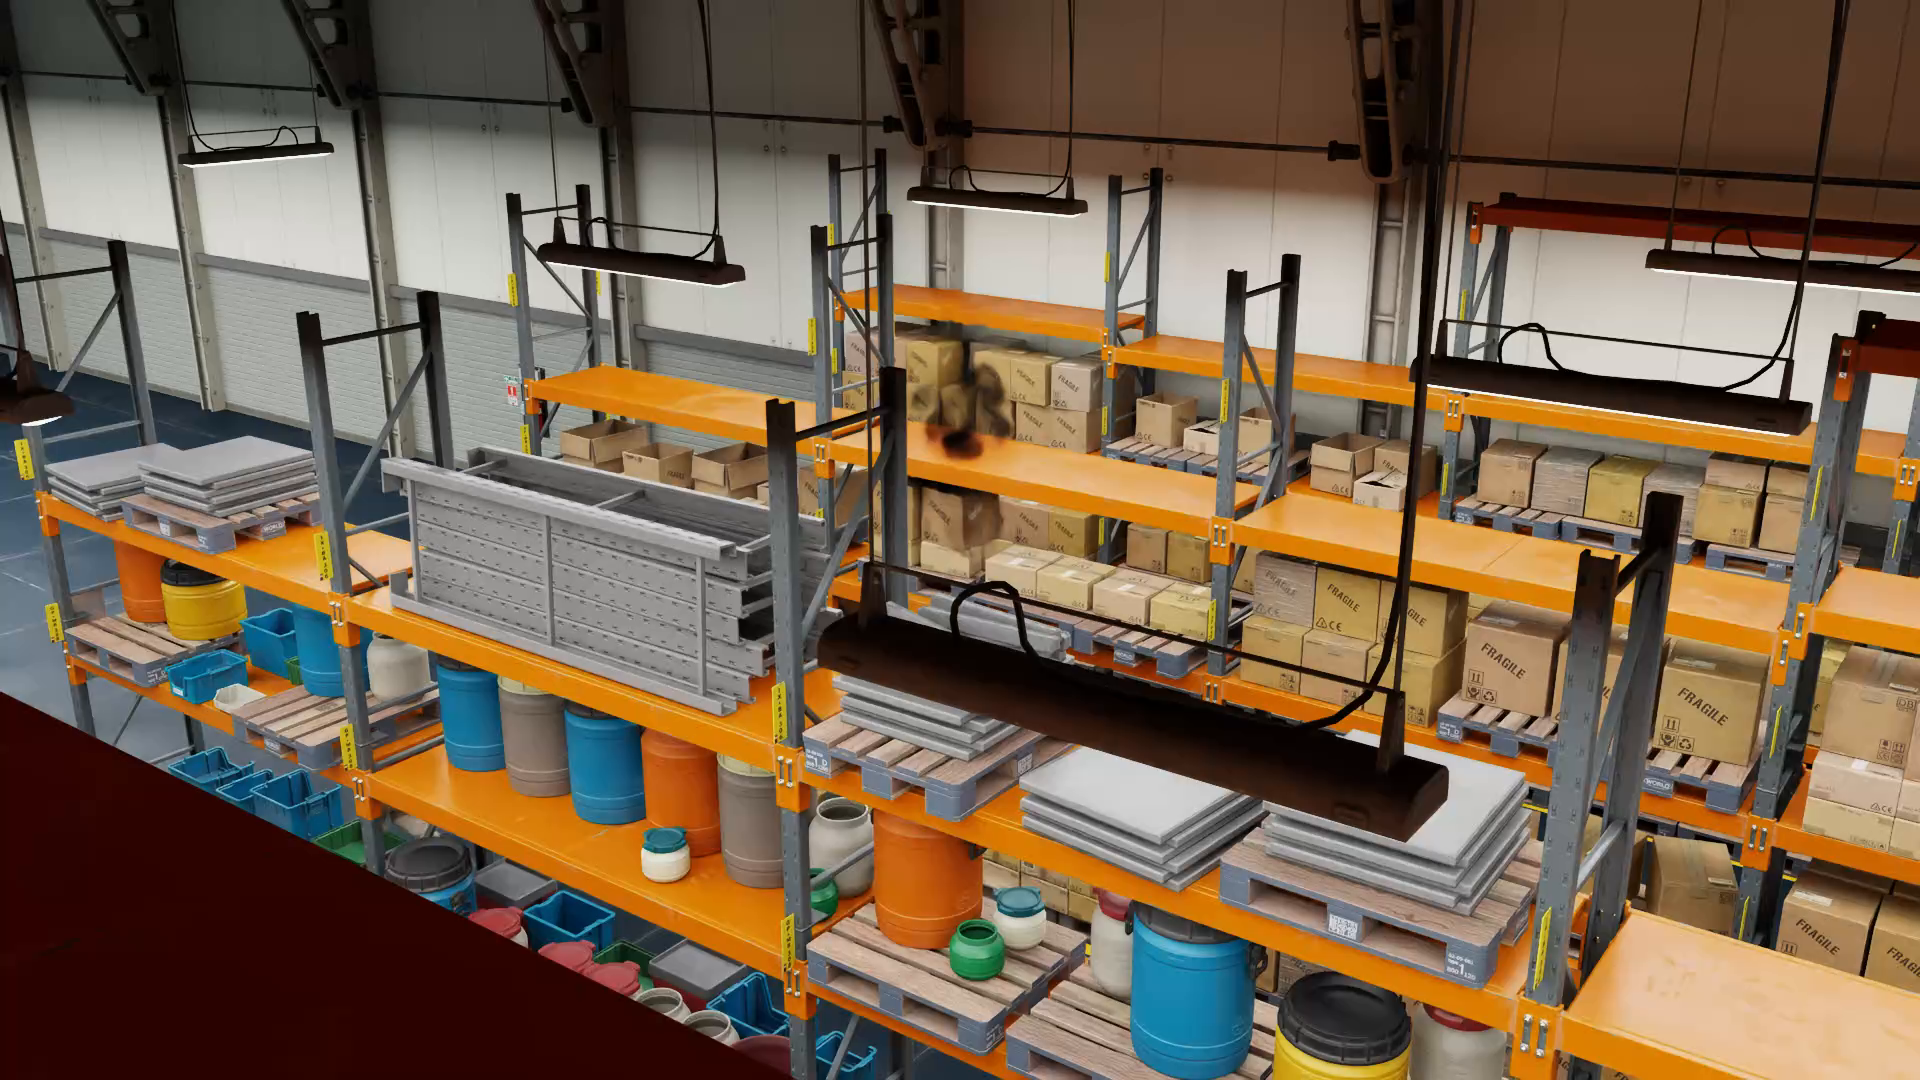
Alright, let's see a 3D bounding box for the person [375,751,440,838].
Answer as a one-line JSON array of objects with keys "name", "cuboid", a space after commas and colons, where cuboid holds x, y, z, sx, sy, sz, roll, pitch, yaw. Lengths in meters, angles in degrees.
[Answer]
[{"name": "person", "cuboid": [-5.298, 2.312, 15.525, 0.858, 1.684, 0.665, 9, 20, 24]}]
